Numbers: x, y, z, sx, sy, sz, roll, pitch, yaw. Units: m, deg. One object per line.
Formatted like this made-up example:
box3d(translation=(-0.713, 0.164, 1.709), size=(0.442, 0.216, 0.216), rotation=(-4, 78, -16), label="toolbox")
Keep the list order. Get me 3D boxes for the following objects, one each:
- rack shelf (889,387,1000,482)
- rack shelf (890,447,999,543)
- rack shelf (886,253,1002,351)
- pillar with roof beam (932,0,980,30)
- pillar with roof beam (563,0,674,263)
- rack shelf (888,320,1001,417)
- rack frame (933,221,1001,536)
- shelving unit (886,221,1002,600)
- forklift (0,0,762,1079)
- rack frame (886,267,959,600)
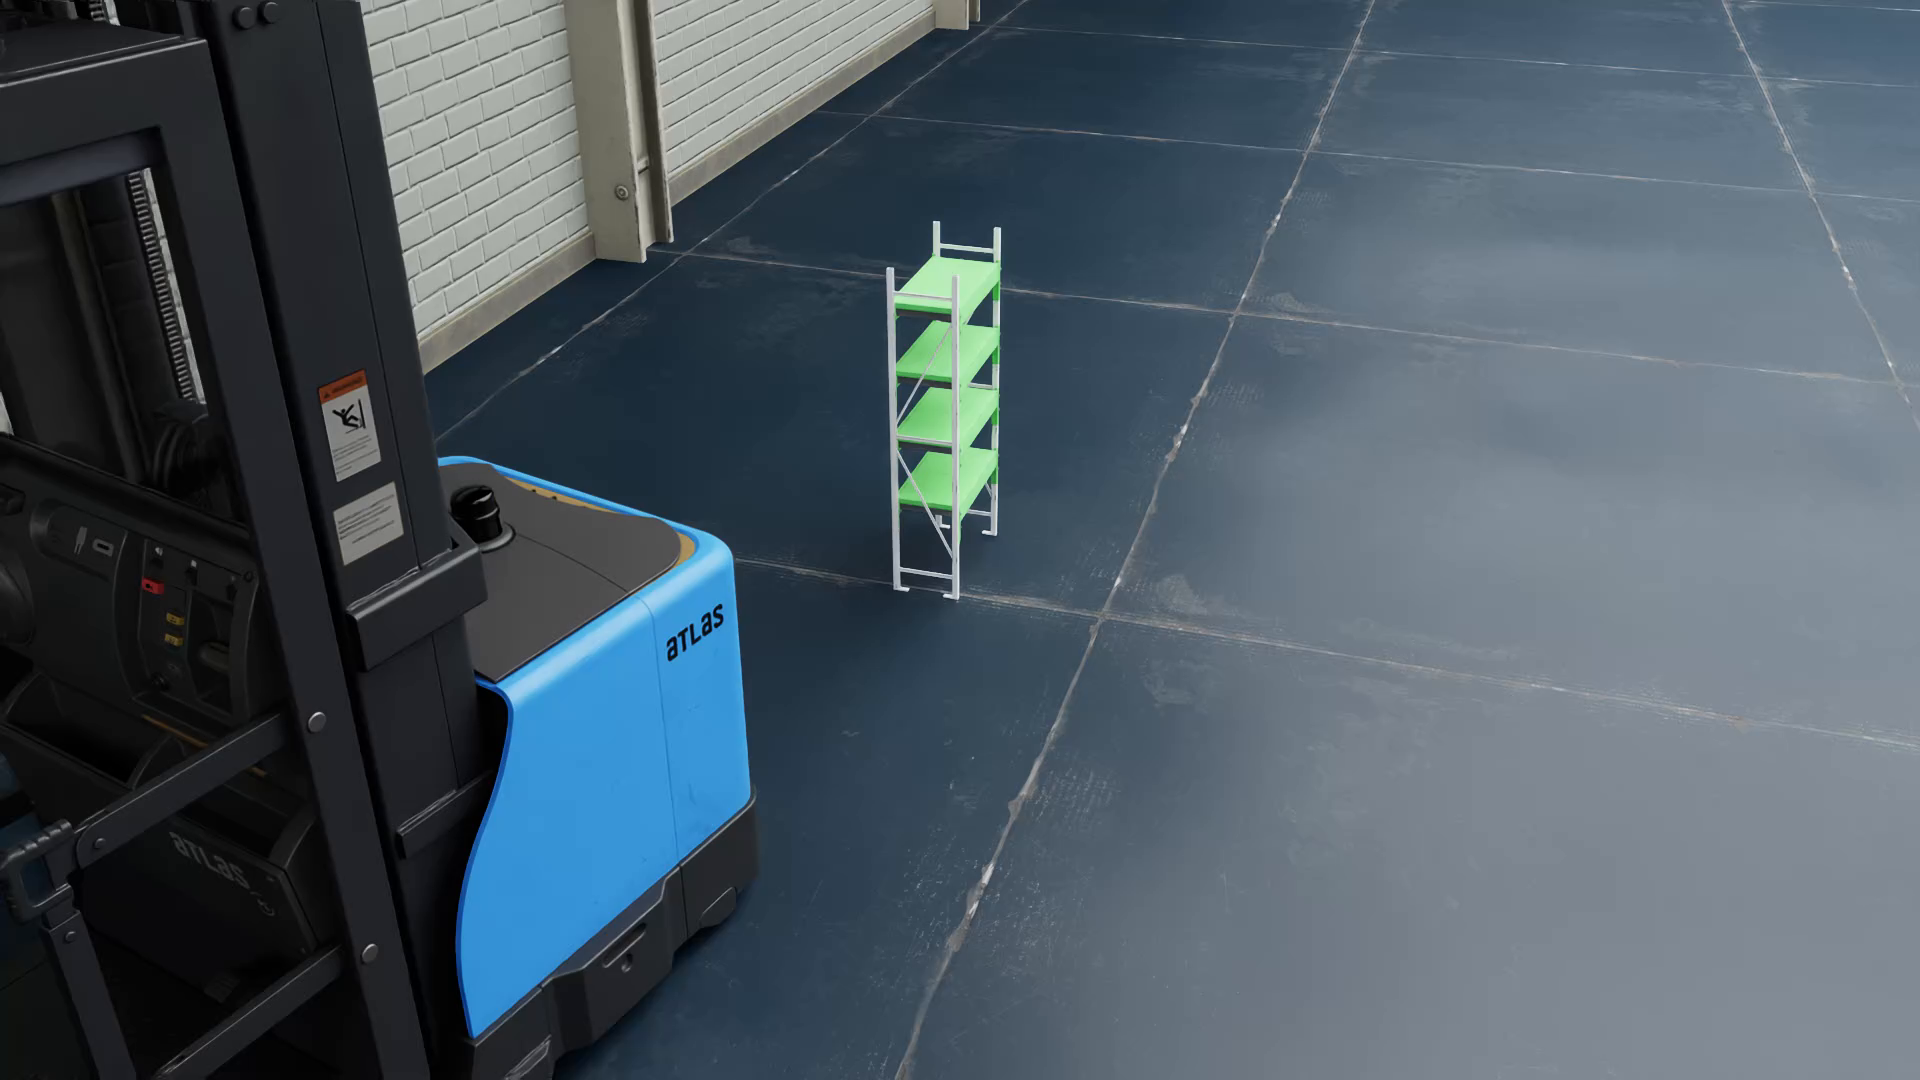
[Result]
box3d(translation=(-0.049, -0.392, 5.851), size=(0.258, 0.148, 0.480), rotation=(8, 30, 15), label="rack shelf")
box3d(translation=(-0.049, -0.182, 5.968), size=(0.258, 0.148, 0.480), rotation=(8, 30, 15), label="rack shelf")
box3d(translation=(-0.049, -0.811, 5.618), size=(0.258, 0.148, 0.480), rotation=(8, 30, 15), label="rack shelf")
box3d(translation=(4.082, -7.706, 10.847), size=(9.100, 9.000, 0.400), rotation=(8, 30, 15), label="pillar with roof beam")
box3d(translation=(2.321, -4.918, 5.834), size=(9.100, 9.000, 0.400), rotation=(8, 30, 15), label="pillar with roof beam")
box3d(translation=(-0.049, -0.601, 5.734), size=(0.258, 0.148, 0.480), rotation=(8, 30, 15), label="rack shelf")
box3d(translation=(0.023, -0.561, 6.024), size=(0.240, 1.200, 0.015), rotation=(8, 30, 15), label="rack frame")
box3d(translation=(-0.049, -0.447, 5.820), size=(0.258, 1.200, 0.503), rotation=(8, 30, 15), label="shelving unit")
box3d(translation=(-1.738, 0.143, 2.978), size=(1.130, 2.935, 3.031), rotation=(17, 33, 27), label="forklift")
box3d(translation=(-0.120, -0.334, 5.616), size=(0.240, 1.200, 0.015), rotation=(8, 30, 15), label="rack frame")
